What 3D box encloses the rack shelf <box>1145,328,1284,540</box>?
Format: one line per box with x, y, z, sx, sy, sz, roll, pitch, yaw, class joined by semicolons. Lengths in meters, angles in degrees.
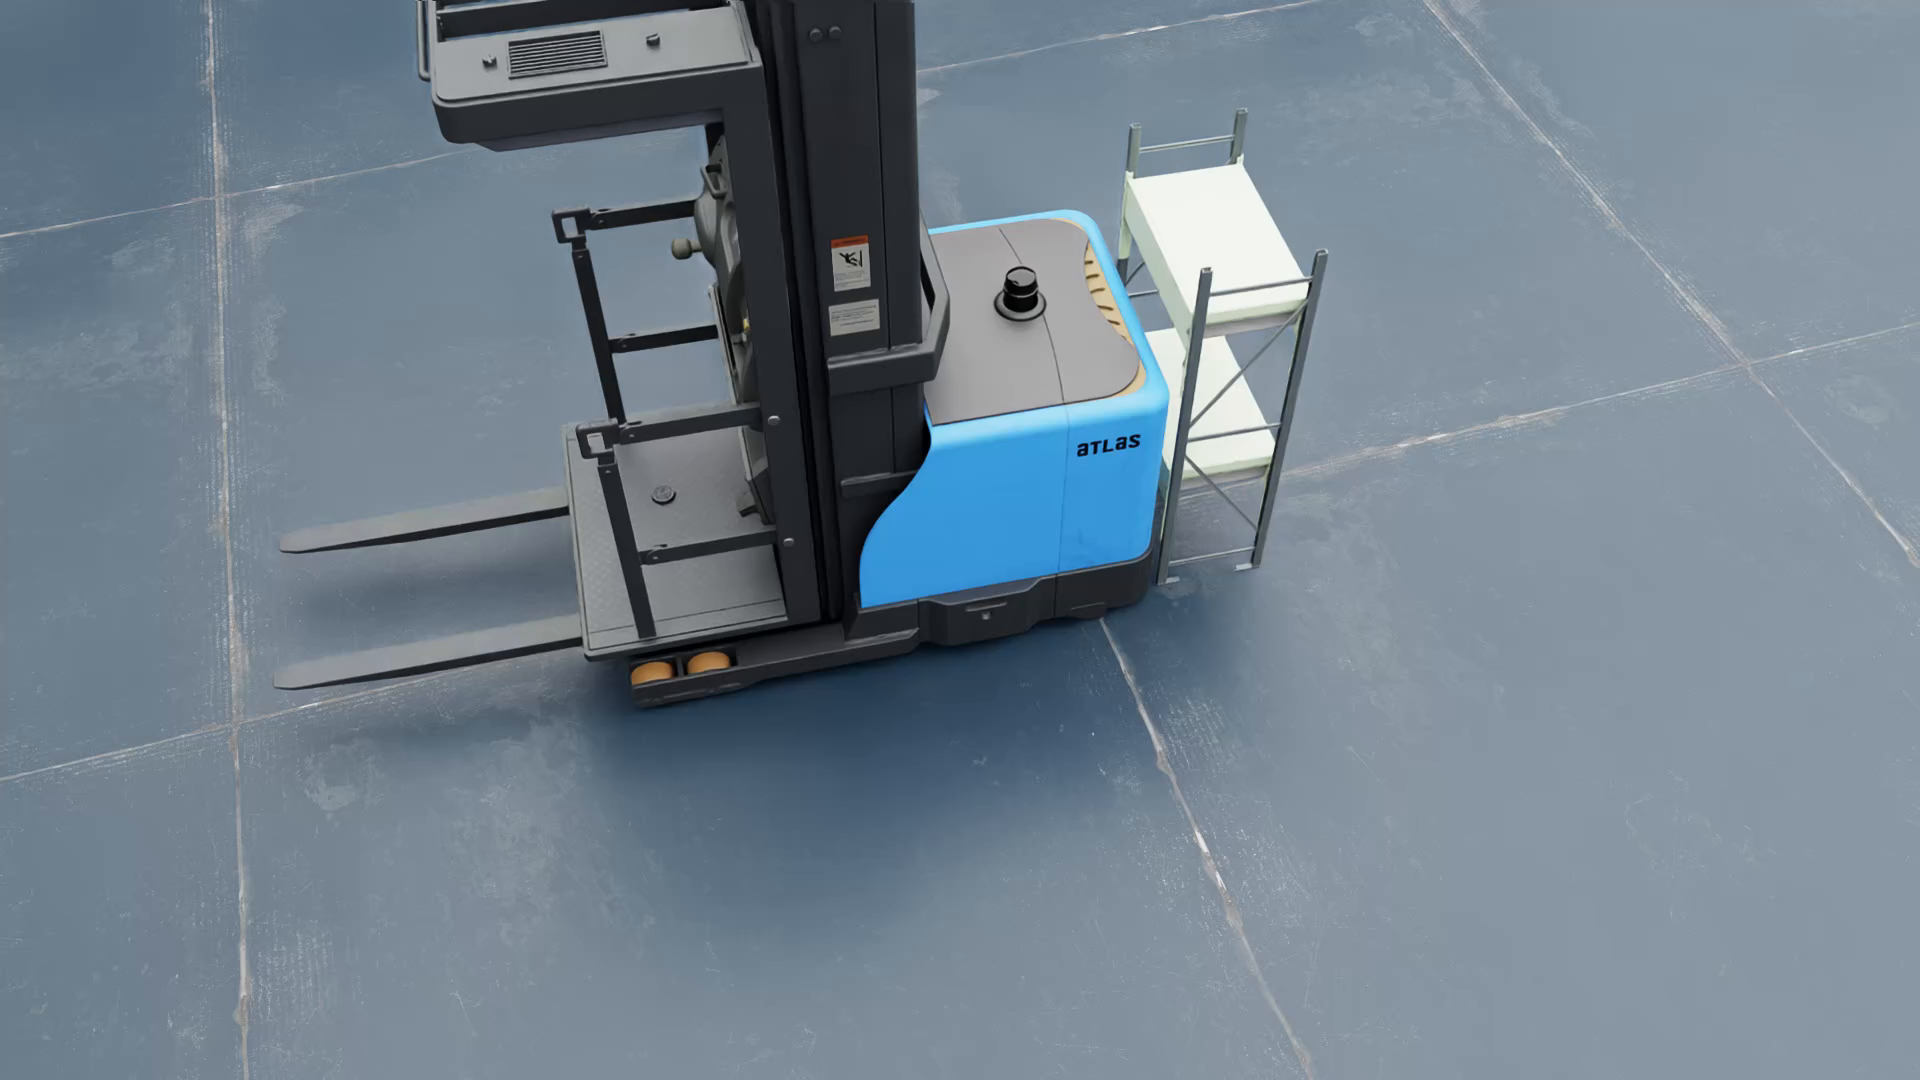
0.834;-0.419;6.049;0.431;0.370;0.720;-10;51;-8;rack shelf

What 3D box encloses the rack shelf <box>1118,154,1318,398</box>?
0.834;-0.881;5.501;0.431;0.370;0.720;-10;51;-8;rack shelf

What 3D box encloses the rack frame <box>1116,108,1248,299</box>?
0.752;-0.902;6.029;0.400;1.500;0.023;-10;51;-8;rack frame

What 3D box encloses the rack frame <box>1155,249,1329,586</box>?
0.916;-0.356;5.569;0.400;1.500;0.023;-10;51;-8;rack frame

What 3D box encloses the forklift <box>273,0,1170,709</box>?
-0.890;-0.816;5.021;3.031;2.935;1.130;-10;51;-8;forklift

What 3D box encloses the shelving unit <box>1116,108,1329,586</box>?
0.834;-0.629;5.799;0.431;1.500;0.755;-10;51;-8;shelving unit
